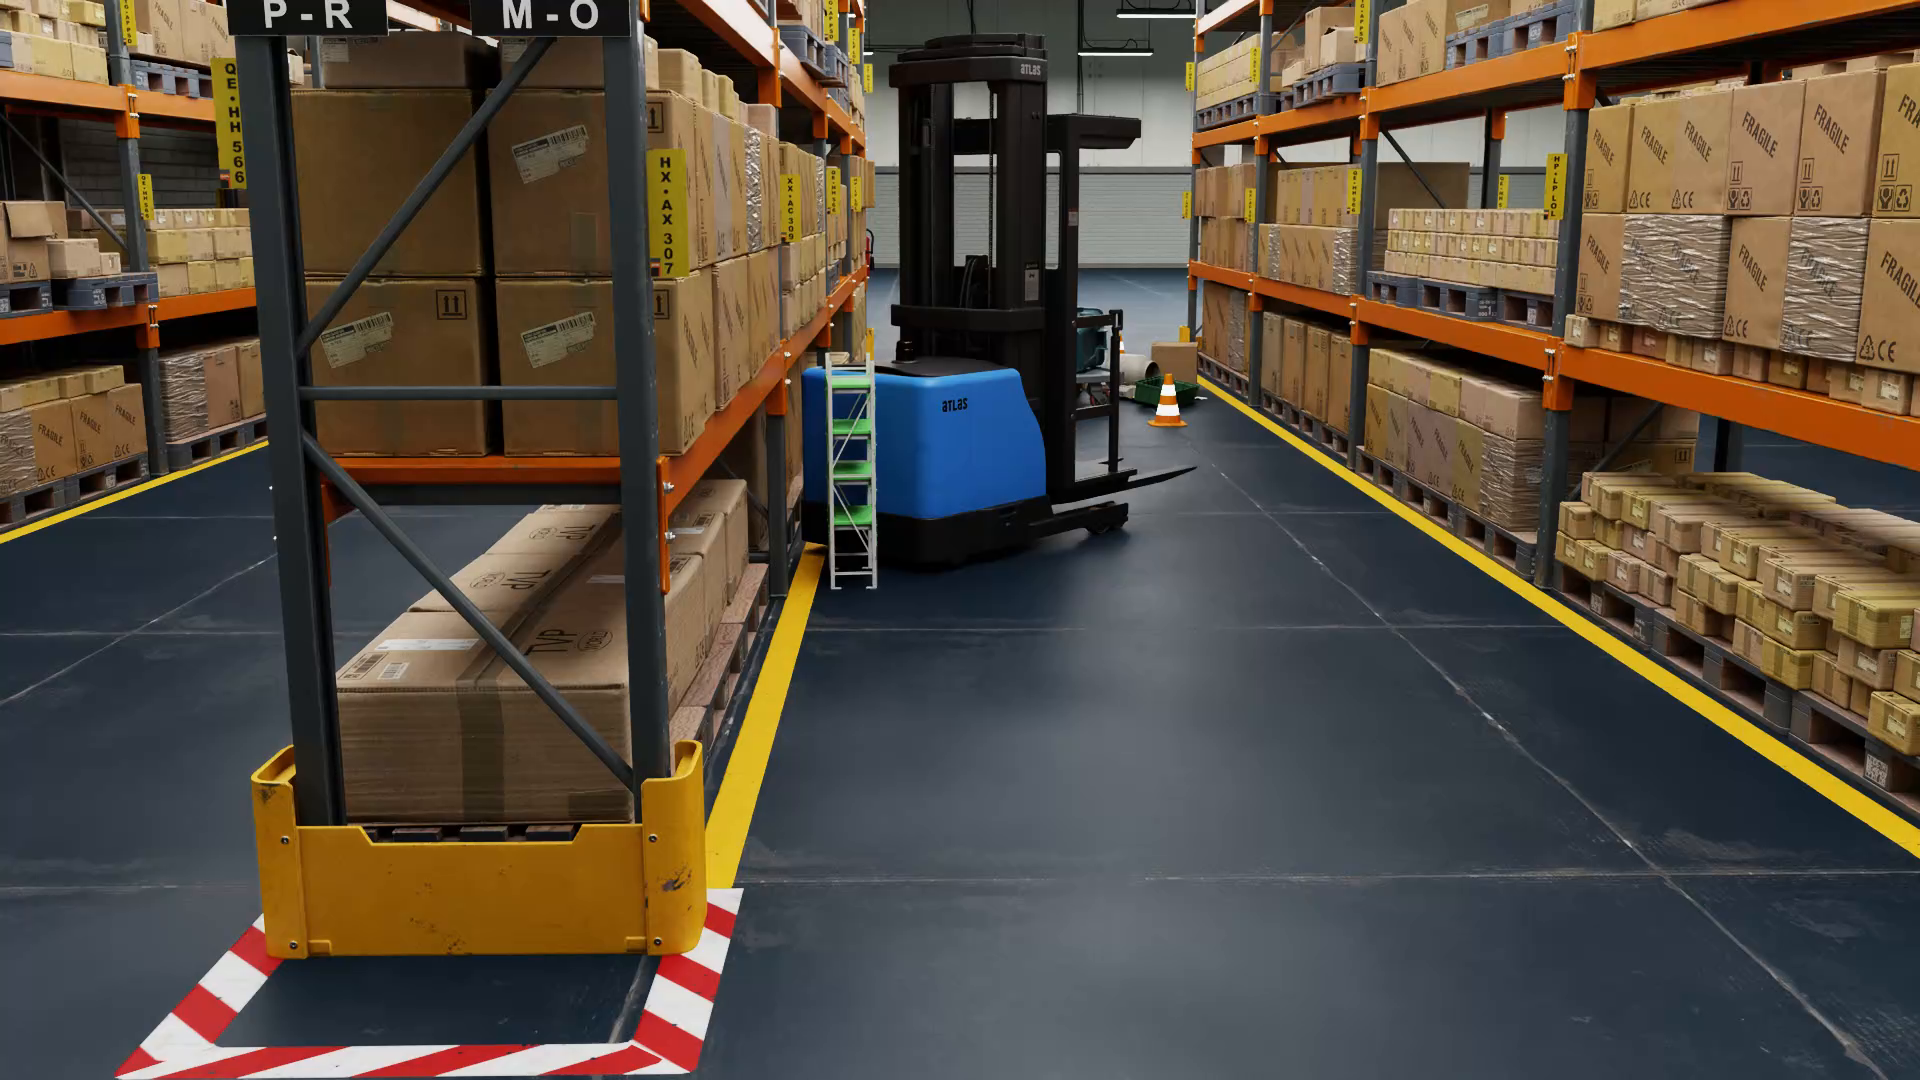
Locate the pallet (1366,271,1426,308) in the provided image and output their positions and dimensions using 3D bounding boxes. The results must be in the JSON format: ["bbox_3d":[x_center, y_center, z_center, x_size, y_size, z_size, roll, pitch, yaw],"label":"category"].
[{"bbox_3d":[3.593,-1.776,11.751,1.213,0.211,1.003,0,11,-1],"label":"pallet"}]

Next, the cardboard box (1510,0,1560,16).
[{"bbox_3d":[3.653,-3.250,9.674,0.797,0.503,0.637,0,11,-2],"label":"cardboard box"}]

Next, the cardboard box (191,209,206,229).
[{"bbox_3d":[-6.206,-2.537,13.137,0.380,0.149,0.250,0,11,-1],"label":"cardboard box"}]

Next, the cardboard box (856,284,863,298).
[{"bbox_3d":[-1.283,-2.771,18.517,0.380,0.149,0.250,0,11,1],"label":"cardboard box"}]

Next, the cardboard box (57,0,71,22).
[{"bbox_3d":[-6.235,-3.567,11.181,0.380,0.149,0.250,-1,11,-3],"label":"cardboard box"}]

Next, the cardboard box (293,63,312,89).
[{"bbox_3d":[-6.294,-4.592,16.523,0.500,0.311,0.500,0,11,0],"label":"cardboard box"}]

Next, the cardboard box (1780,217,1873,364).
[{"bbox_3d":[3.345,-0.907,5.986,0.500,0.500,0.500,0,11,-1],"label":"cardboard box"}]

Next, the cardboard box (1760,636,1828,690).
[{"bbox_3d":[3.305,0.464,6.343,0.380,0.149,0.250,-1,11,-4],"label":"cardboard box"}]

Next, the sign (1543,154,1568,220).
[{"bbox_3d":[2.999,-1.780,8.379,0.100,0.325,0.005,0,11,-1],"label":"sign"}]

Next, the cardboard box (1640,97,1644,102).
[{"bbox_3d":[8.079,-5.036,19.169,0.380,0.149,0.250,0,11,-2],"label":"cardboard box"}]

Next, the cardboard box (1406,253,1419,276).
[{"bbox_3d":[3.290,-1.897,11.441,0.380,0.149,0.250,0,11,2],"label":"cardboard box"}]

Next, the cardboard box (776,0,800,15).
[{"bbox_3d":[-1.121,-3.077,8.829,0.500,0.500,0.500,0,11,-2],"label":"cardboard box"}]

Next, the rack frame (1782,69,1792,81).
[{"bbox_3d":[8.350,-5.747,15.752,1.000,3.000,0.127,0,11,-1],"label":"rack frame"}]

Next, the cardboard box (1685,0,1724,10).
[{"bbox_3d":[3.310,-2.316,6.765,0.500,0.250,0.500,0,11,1],"label":"cardboard box"}]

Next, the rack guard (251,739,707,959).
[{"bbox_3d":[-1.310,0.849,4.615,1.175,0.500,0.348,0,11,-1],"label":"rack guard"}]

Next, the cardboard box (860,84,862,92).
[{"bbox_3d":[-1.339,-5.233,19.389,0.380,0.149,0.250,0,11,-1],"label":"cardboard box"}]

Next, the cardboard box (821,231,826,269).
[{"bbox_3d":[-1.211,-2.047,11.724,0.500,0.250,0.500,0,11,-1],"label":"cardboard box"}]

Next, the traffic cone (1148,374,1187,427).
[{"bbox_3d":[1.907,-1.290,15.255,0.336,0.463,0.334,0,11,-1],"label":"traffic cone"}]

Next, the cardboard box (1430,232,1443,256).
[{"bbox_3d":[3.307,-1.936,10.885,0.380,0.149,0.250,0,11,-1],"label":"cardboard box"}]

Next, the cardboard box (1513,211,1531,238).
[{"bbox_3d":[3.341,-1.774,9.338,0.380,0.149,0.250,-1,11,-3],"label":"cardboard box"}]

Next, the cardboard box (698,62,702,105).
[{"bbox_3d":[-1.032,-1.465,5.339,0.380,0.149,0.250,-1,11,-3],"label":"cardboard box"}]

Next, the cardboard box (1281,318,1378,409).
[{"bbox_3d":[3.508,-1.595,14.977,1.050,0.750,0.750,0,11,-1],"label":"cardboard box"}]

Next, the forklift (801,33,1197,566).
[{"bbox_3d":[0.404,-1.533,10.242,1.130,2.935,3.031,9,15,39],"label":"forklift"}]

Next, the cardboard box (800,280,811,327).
[{"bbox_3d":[-1.145,-1.395,9.770,0.500,0.250,0.500,0,11,-2],"label":"cardboard box"}]

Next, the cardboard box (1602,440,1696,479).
[{"bbox_3d":[3.804,-0.345,9.445,0.500,0.500,0.500,0,11,1],"label":"cardboard box"}]

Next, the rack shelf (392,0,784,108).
[{"bbox_3d":[-1.351,-1.895,6.123,1.077,0.370,4.000,0,11,-1],"label":"rack shelf"}]

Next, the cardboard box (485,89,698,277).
[{"bbox_3d":[-1.035,-1.016,4.757,0.500,0.500,0.500,0,11,-2],"label":"cardboard box"}]

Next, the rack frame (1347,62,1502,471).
[{"bbox_3d":[3.471,-2.011,12.428,1.000,3.000,0.127,0,11,-1],"label":"rack frame"}]

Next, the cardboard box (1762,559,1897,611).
[{"bbox_3d":[3.289,0.169,6.301,0.380,0.149,0.250,0,11,1],"label":"cardboard box"}]

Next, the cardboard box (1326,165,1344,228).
[{"bbox_3d":[3.448,-2.842,13.757,0.700,0.500,0.500,0,11,-2],"label":"cardboard box"}]

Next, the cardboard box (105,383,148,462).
[{"bbox_3d":[-6.214,-0.847,11.921,0.500,0.500,0.500,0,11,0],"label":"cardboard box"}]

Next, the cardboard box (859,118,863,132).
[{"bbox_3d":[-1.316,-4.789,19.207,0.380,0.149,0.250,0,11,-1],"label":"cardboard box"}]

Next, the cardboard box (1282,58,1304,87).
[{"bbox_3d":[3.152,-4.344,15.414,0.258,0.266,0.396,0,11,-2],"label":"cardboard box"}]

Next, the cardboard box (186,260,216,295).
[{"bbox_3d":[-6.208,-2.065,13.072,0.500,0.250,0.500,0,11,-2],"label":"cardboard box"}]

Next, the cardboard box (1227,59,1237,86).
[{"bbox_3d":[3.103,-4.900,17.445,0.500,0.250,0.500,0,11,-2],"label":"cardboard box"}]

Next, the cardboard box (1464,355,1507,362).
[{"bbox_3d":[3.769,-1.124,11.401,0.500,0.250,0.500,0,11,0],"label":"cardboard box"}]

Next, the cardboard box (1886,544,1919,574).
[{"bbox_3d":[3.919,0.112,6.581,0.380,0.149,0.250,0,11,0],"label":"cardboard box"}]

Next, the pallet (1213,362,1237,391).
[{"bbox_3d":[3.423,-1.834,18.569,1.003,0.211,1.213,0,11,-1],"label":"pallet"}]

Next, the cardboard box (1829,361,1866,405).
[{"bbox_3d":[3.355,-0.564,5.926,0.380,0.149,0.250,-1,11,-4],"label":"cardboard box"}]

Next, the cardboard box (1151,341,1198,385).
[{"bbox_3d":[2.331,-1.887,18.096,0.500,0.500,0.500,2,12,9],"label":"cardboard box"}]

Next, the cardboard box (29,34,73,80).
[{"bbox_3d":[-6.174,-3.145,10.851,0.500,0.250,0.500,0,11,-1],"label":"cardboard box"}]

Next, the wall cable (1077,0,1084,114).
[{"bbox_3d":[2.643,-14.595,50.813,2.305,6.003,0.169,0,11,-1],"label":"wall cable"}]

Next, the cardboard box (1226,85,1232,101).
[{"bbox_3d":[3.034,-4.732,17.621,0.380,0.149,0.250,0,11,-2],"label":"cardboard box"}]

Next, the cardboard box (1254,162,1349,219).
[{"bbox_3d":[3.416,-3.482,16.587,0.875,0.550,0.550,0,11,-1],"label":"cardboard box"}]

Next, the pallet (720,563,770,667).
[{"bbox_3d":[-1.455,0.343,7.840,1.003,0.211,1.213,0,11,-1],"label":"pallet"}]

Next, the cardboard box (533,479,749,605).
[{"bbox_3d":[-1.487,0.000,7.905,0.875,0.438,0.875,0,11,-2],"label":"cardboard box"}]

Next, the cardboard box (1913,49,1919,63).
[{"bbox_3d":[8.156,-4.070,13.521,0.500,0.500,0.500,0,11,0],"label":"cardboard box"}]

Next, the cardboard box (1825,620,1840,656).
[{"bbox_3d":[3.425,0.364,6.087,0.380,0.149,0.250,0,11,-2],"label":"cardboard box"}]

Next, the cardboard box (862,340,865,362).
[{"bbox_3d":[-1.352,-2.157,19.004,0.500,0.250,0.500,0,11,-1],"label":"cardboard box"}]

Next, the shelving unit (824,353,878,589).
[{"bbox_3d":[-0.586,-0.379,8.911,0.258,1.200,0.503,-1,12,-6],"label":"shelving unit"}]

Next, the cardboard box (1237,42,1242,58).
[{"bbox_3d":[3.048,-5.020,17.033,0.380,0.149,0.250,0,11,0],"label":"cardboard box"}]

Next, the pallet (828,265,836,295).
[{"bbox_3d":[-1.597,-2.018,12.944,1.213,0.211,1.003,0,11,-1],"label":"pallet"}]

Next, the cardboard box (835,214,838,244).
[{"bbox_3d":[-1.291,-2.770,14.114,0.500,0.500,0.500,-1,11,-3],"label":"cardboard box"}]
